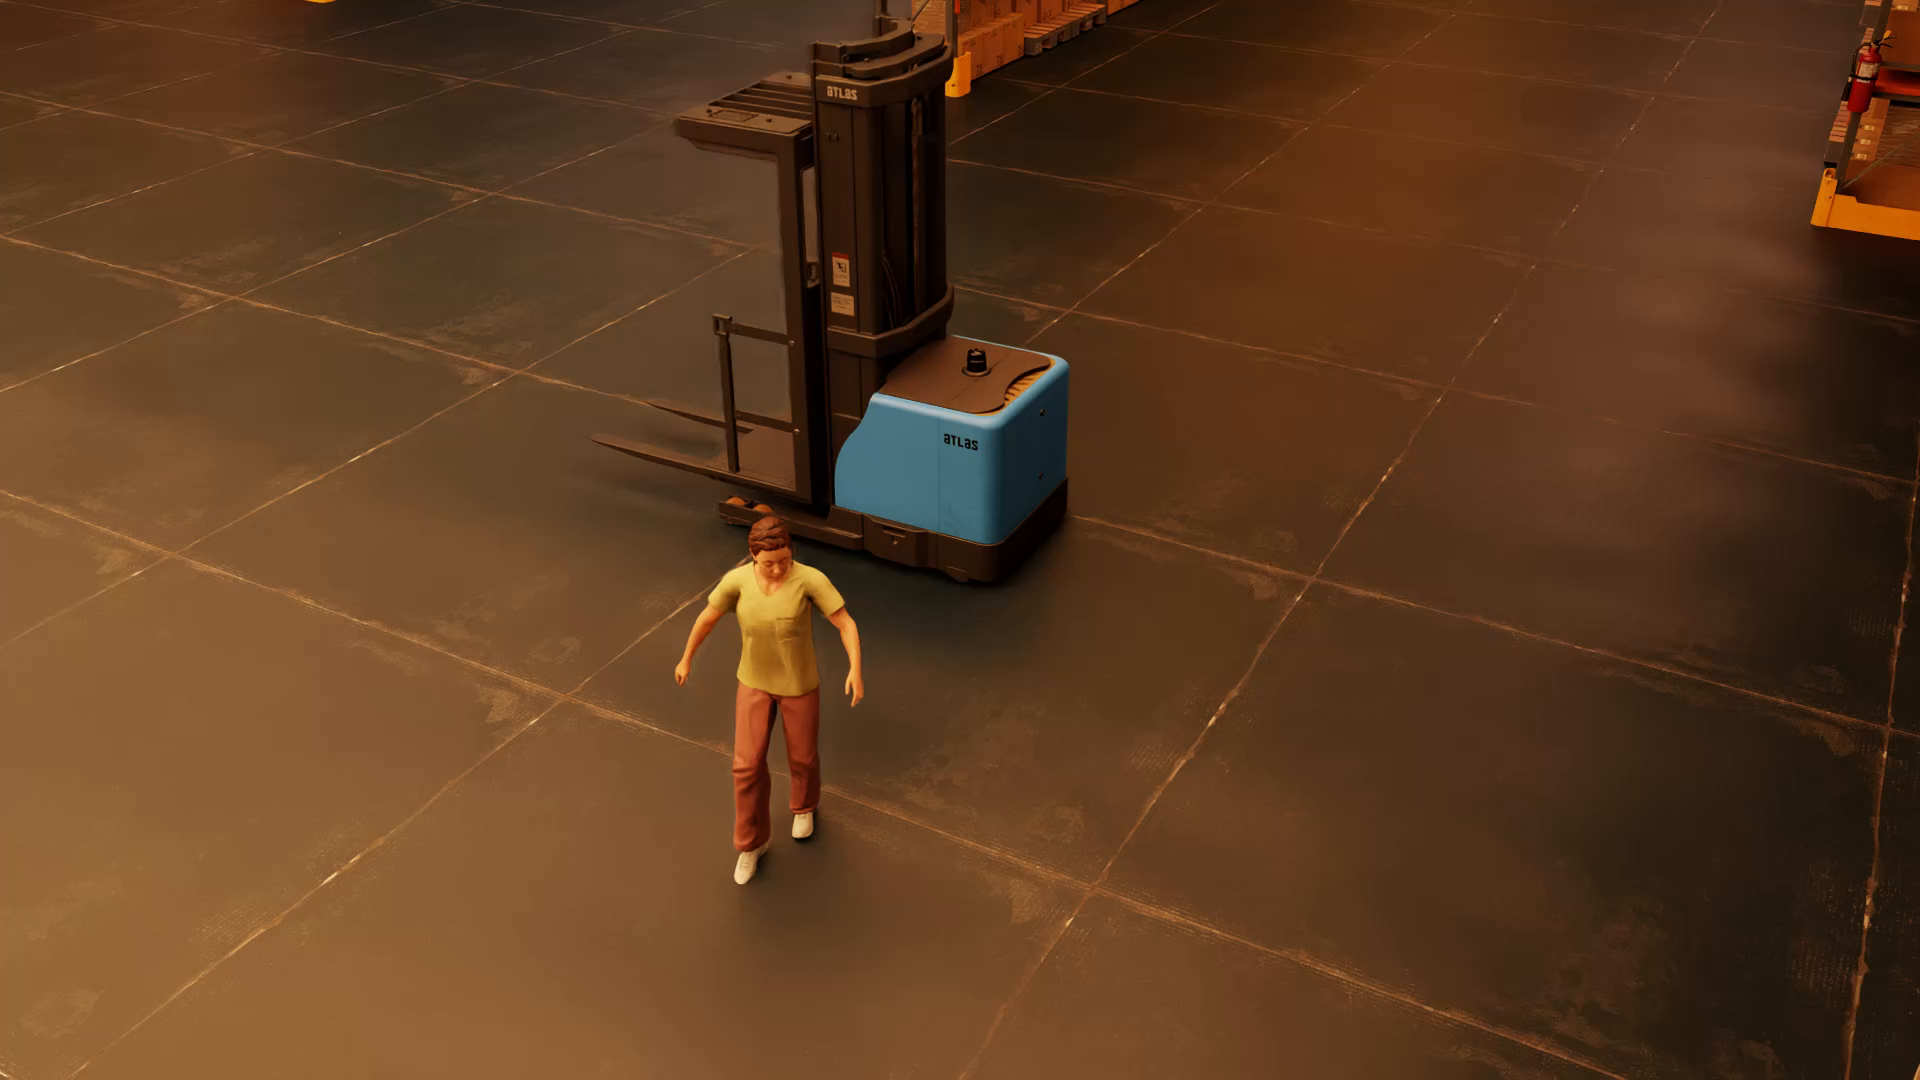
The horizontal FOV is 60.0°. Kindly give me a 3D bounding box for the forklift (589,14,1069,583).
[{"bbox_3d":[-0.895,-1.533,9.726,3.031,2.935,1.130,15,33,24],"label":"forklift"}]

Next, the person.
[{"bbox_3d":[-0.826,0.686,7.206,0.902,1.691,0.632,4,30,7],"label":"person"}]
